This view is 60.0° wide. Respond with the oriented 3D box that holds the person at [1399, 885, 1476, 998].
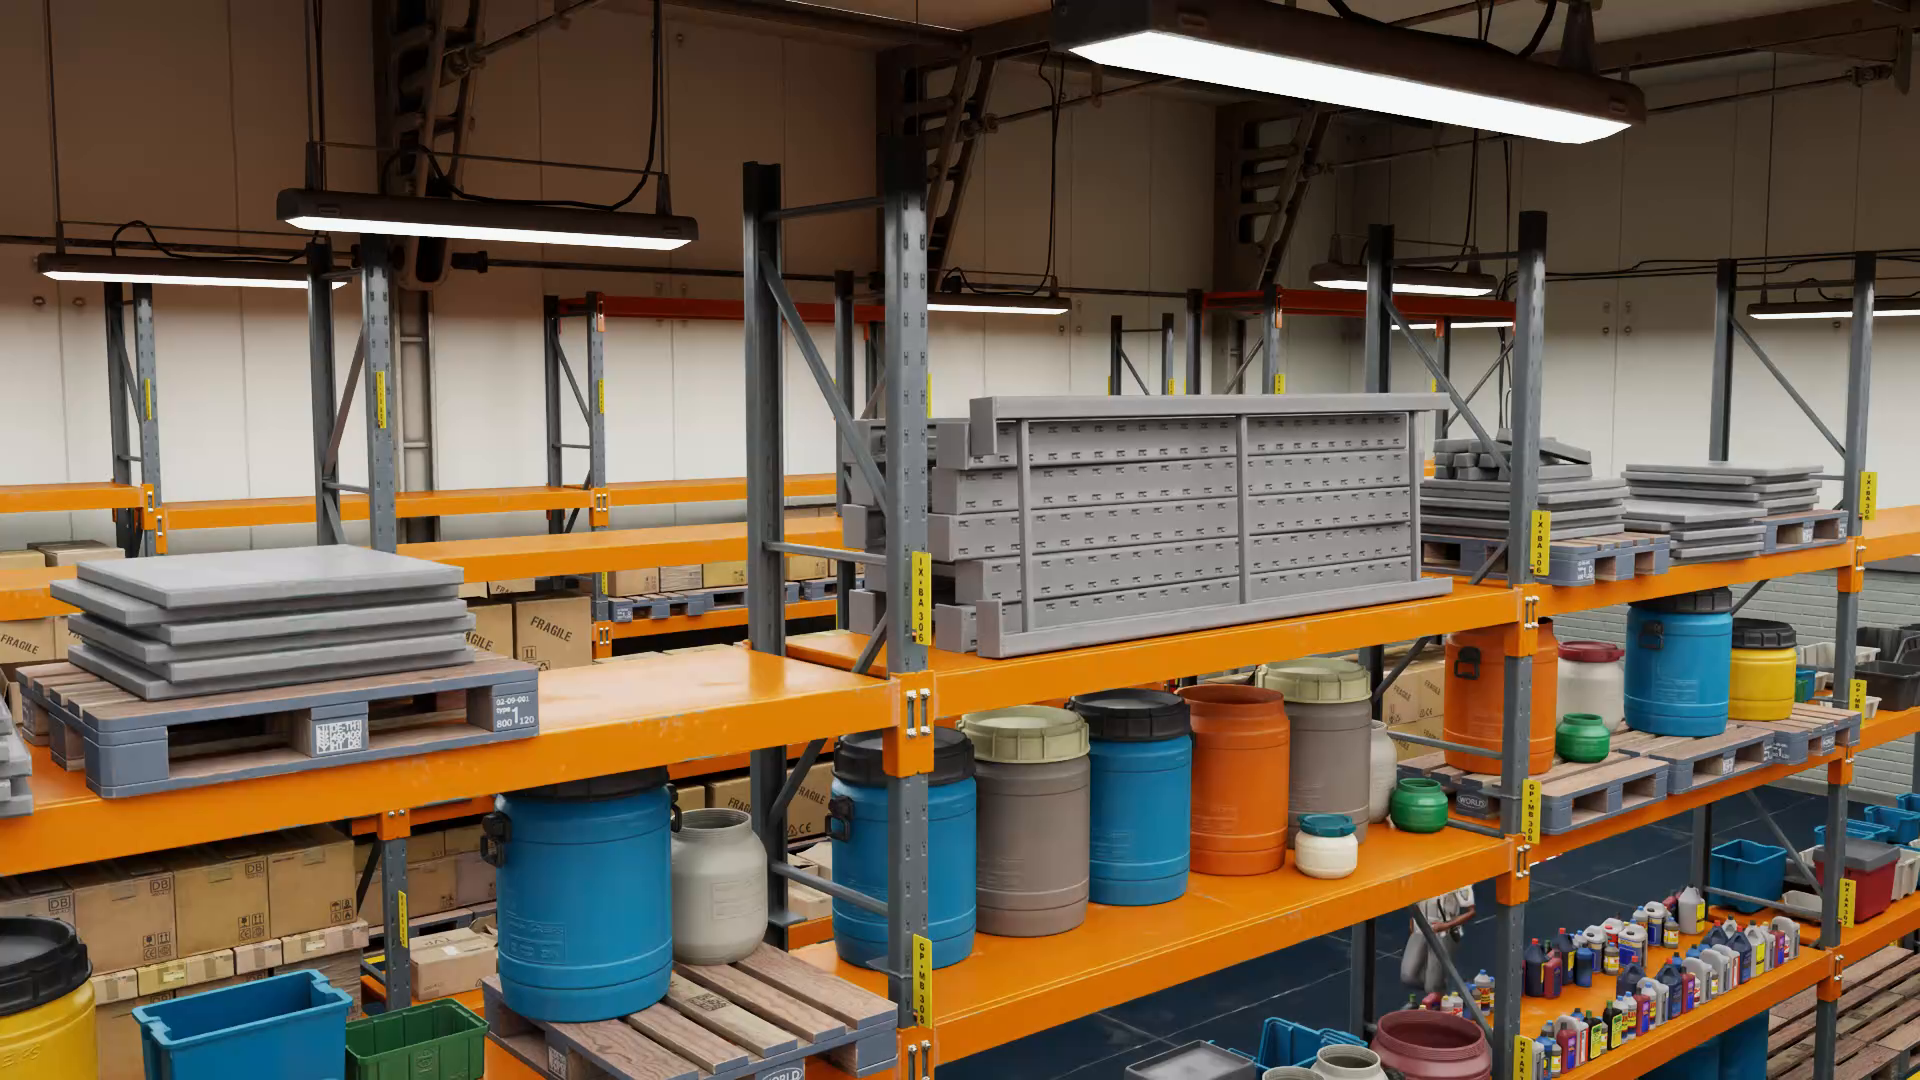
[{"bbox_3d":[3.736,3.092,13.040,0.533,1.663,0.625,-4,7,-37],"label":"person"}]
